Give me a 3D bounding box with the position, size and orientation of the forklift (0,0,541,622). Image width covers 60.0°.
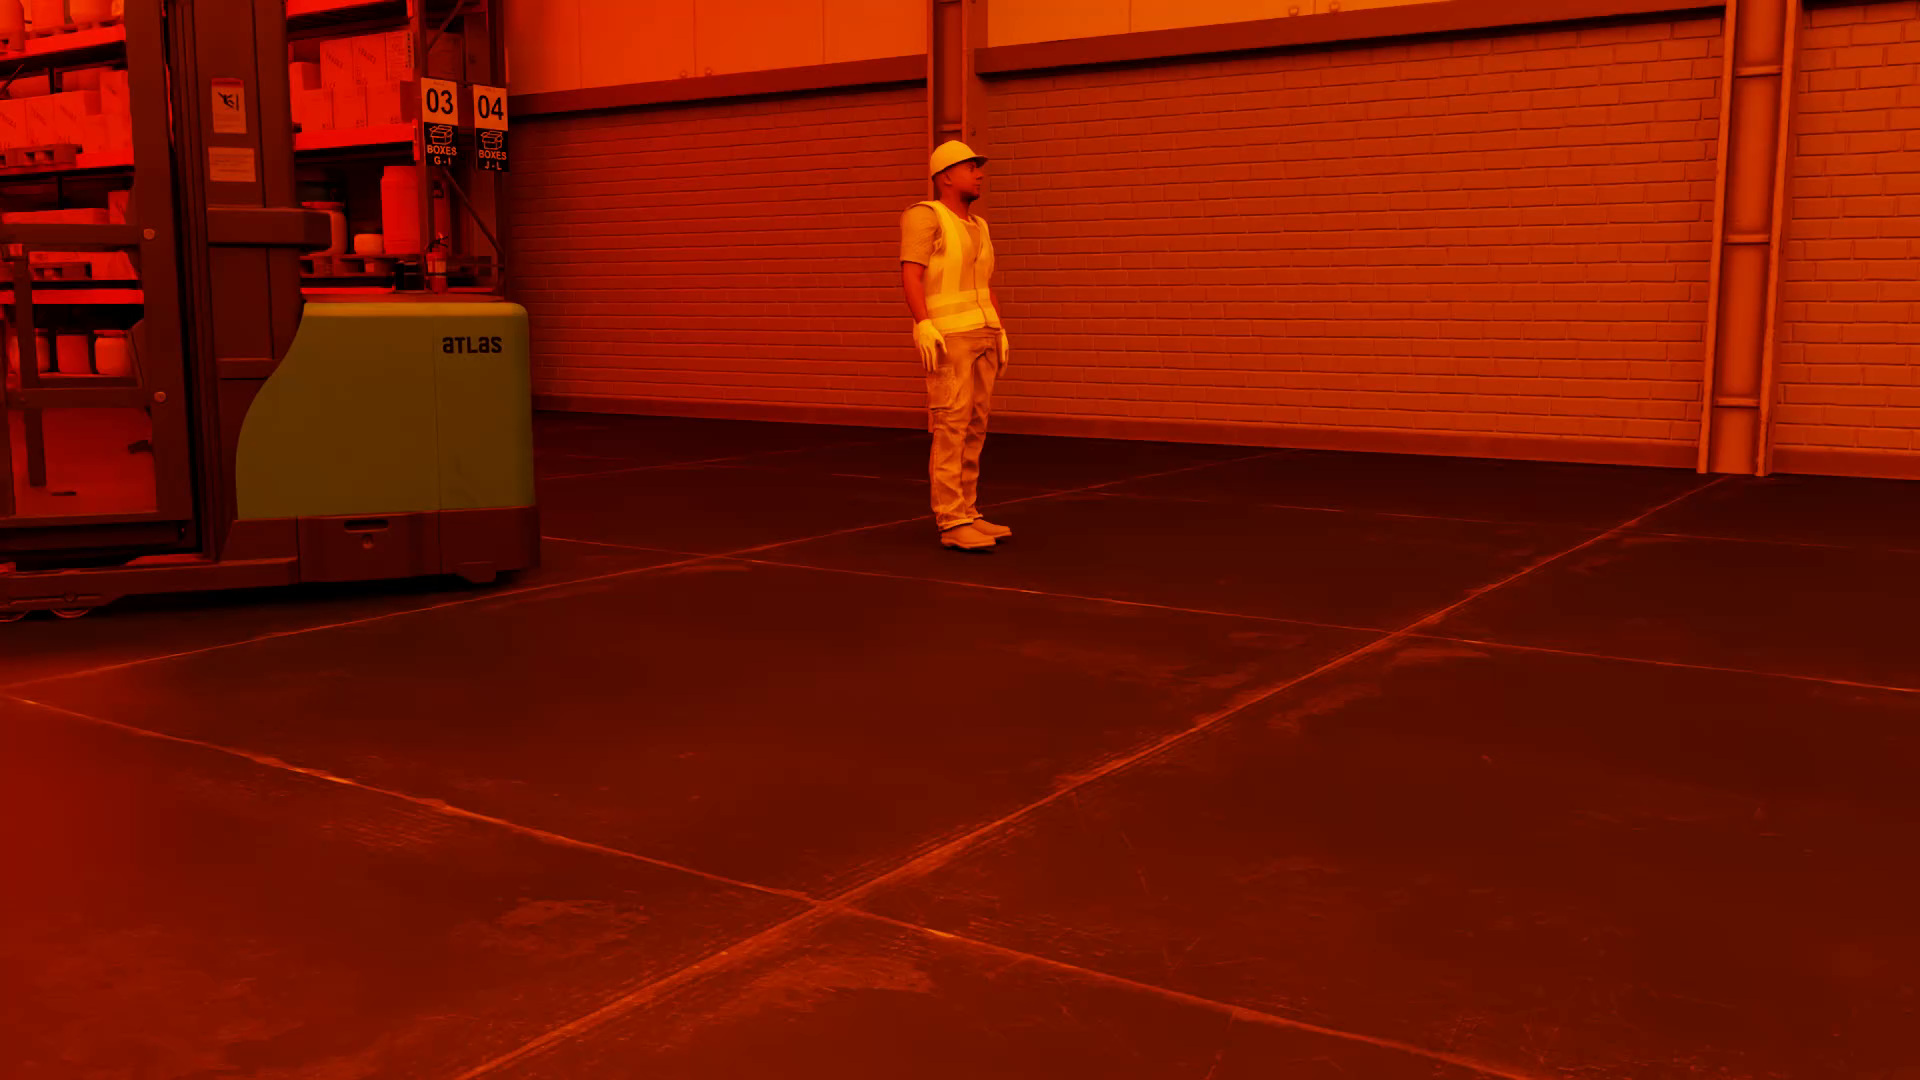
[{"bbox_3d":[-3.180,-1.256,6.024,3.031,2.935,1.130,-3,9,-23],"label":"forklift"}]

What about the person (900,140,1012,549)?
[{"bbox_3d":[0.056,-0.881,7.431,0.574,1.779,0.656,5,10,34],"label":"person"}]
